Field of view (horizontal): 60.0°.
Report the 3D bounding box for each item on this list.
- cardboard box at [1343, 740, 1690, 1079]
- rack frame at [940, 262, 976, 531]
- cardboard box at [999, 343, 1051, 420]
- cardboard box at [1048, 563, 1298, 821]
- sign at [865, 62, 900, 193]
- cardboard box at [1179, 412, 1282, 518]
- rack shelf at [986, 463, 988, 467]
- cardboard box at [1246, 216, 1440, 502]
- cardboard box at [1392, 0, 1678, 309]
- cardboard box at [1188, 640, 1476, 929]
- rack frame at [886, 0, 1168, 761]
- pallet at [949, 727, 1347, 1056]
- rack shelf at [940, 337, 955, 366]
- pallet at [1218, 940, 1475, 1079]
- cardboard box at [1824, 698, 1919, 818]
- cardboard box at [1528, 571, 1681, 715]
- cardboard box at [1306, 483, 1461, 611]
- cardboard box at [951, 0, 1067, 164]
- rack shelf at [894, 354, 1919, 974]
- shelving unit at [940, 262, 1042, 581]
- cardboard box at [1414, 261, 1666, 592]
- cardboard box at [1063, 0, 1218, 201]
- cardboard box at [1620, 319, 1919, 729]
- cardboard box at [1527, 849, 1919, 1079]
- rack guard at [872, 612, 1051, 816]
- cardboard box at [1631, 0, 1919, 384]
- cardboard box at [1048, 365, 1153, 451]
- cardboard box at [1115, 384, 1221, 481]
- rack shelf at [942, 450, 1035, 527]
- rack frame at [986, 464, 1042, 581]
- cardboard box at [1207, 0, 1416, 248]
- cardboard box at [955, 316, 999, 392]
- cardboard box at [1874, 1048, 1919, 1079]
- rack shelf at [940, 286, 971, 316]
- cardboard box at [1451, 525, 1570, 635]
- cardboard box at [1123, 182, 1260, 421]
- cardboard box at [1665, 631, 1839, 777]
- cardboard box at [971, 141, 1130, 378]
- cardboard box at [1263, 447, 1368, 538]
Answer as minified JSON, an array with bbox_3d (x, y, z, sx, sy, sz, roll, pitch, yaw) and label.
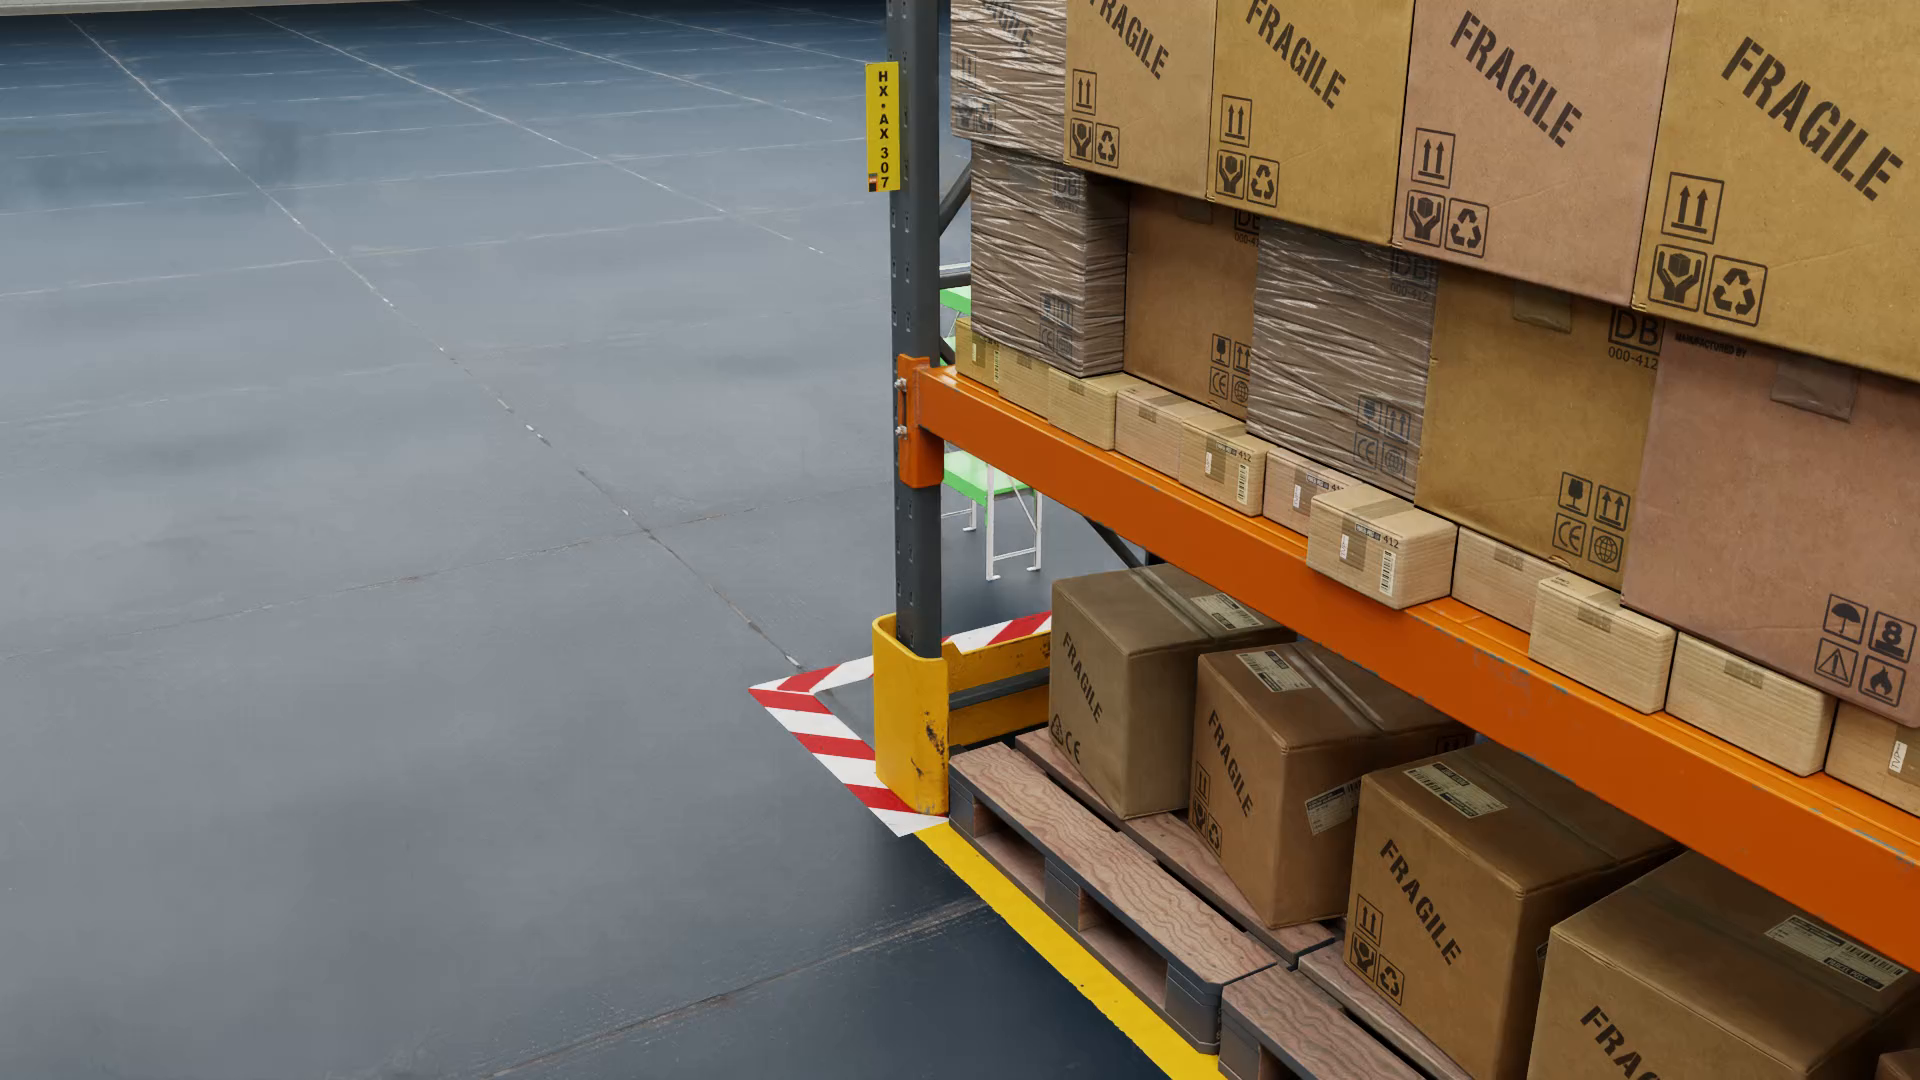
[{"bbox_3d":[1.213,0.791,3.644,0.500,0.500,0.500,-10,24,-23],"label":"cardboard box"},{"bbox_3d":[-0.040,-0.581,6.648,0.240,1.200,0.015,-13,25,-28],"label":"rack frame"},{"bbox_3d":[0.322,-0.432,4.224,0.380,0.149,0.250,-13,25,-28],"label":"cardboard box"},{"bbox_3d":[0.575,0.398,4.612,0.500,0.500,0.500,-8,23,-18],"label":"cardboard box"},{"bbox_3d":[-0.196,-1.068,4.305,0.100,0.325,0.005,-13,25,-28],"label":"sign"},{"bbox_3d":[0.704,-0.189,3.627,0.380,0.149,0.250,-13,25,-28],"label":"cardboard box"},{"bbox_3d":[0.085,-0.443,6.478,0.258,0.148,0.480,-13,25,-28],"label":"rack shelf"},{"bbox_3d":[1.105,-0.463,3.439,0.875,0.500,0.500,-13,25,-28],"label":"cardboard box"},{"bbox_3d":[1.084,-0.703,2.701,0.500,0.500,0.500,-13,25,-28],"label":"cardboard box"},{"bbox_3d":[0.910,0.585,4.152,0.500,0.500,0.500,-6,23,-14],"label":"cardboard box"},{"bbox_3d":[0.270,-0.771,4.725,1.000,3.000,0.127,-13,25,-28],"label":"rack frame"},{"bbox_3d":[0.694,0.815,4.526,1.003,0.211,1.213,-13,25,-28],"label":"pallet"},{"bbox_3d":[0.085,-0.665,6.387,0.258,0.148,0.480,-13,25,-28],"label":"rack shelf"},{"bbox_3d":[1.313,1.209,3.555,1.003,0.211,1.213,-13,25,-28],"label":"pallet"},{"bbox_3d":[1.518,0.286,2.458,0.380,0.149,0.250,-13,25,-28],"label":"cardboard box"},{"bbox_3d":[1.198,0.139,2.820,0.380,0.149,0.250,-13,25,-28],"label":"cardboard box"},{"bbox_3d":[0.894,-0.012,3.192,0.380,0.149,0.250,-13,25,-28],"label":"cardboard box"},{"bbox_3d":[0.317,-1.188,3.895,0.500,0.500,0.500,-13,25,-28],"label":"cardboard box"},{"bbox_3d":[1.292,0.210,3.268,1.077,0.370,4.000,-13,25,-28],"label":"rack shelf"},{"bbox_3d":[0.085,-0.502,6.454,0.258,1.200,0.503,-13,25,-28],"label":"shelving unit"},{"bbox_3d":[1.350,-0.299,3.035,0.875,0.500,0.500,-13,25,-28],"label":"cardboard box"},{"bbox_3d":[0.566,-1.025,3.494,0.500,0.500,0.500,-13,25,-28],"label":"cardboard box"},{"bbox_3d":[1.570,-0.129,2.618,0.875,0.500,0.500,-13,25,-28],"label":"cardboard box"},{"bbox_3d":[1.460,0.980,3.178,0.500,0.500,0.500,-15,27,-33],"label":"cardboard box"},{"bbox_3d":[0.309,0.411,5.135,1.175,0.500,0.348,-13,25,-28],"label":"rack guard"},{"bbox_3d":[1.336,-0.540,2.301,0.500,0.500,0.500,-13,25,-28],"label":"cardboard box"},{"bbox_3d":[0.437,-0.348,4.018,0.380,0.149,0.250,-13,25,-28],"label":"cardboard box"},{"bbox_3d":[0.583,-0.271,3.829,0.380,0.149,0.250,-13,25,-28],"label":"cardboard box"},{"bbox_3d":[0.085,-0.221,6.568,0.258,0.148,0.480,-13,25,-28],"label":"rack shelf"},{"bbox_3d":[0.209,-0.423,6.259,0.240,1.200,0.015,-13,25,-28],"label":"rack frame"},{"bbox_3d":[0.823,-0.863,3.096,0.500,0.500,0.500,-13,25,-28],"label":"cardboard box"},{"bbox_3d":[0.211,-0.517,4.433,0.380,0.149,0.250,-13,25,-28],"label":"cardboard box"},{"bbox_3d":[1.845,1.166,2.721,0.500,0.500,0.500,-5,23,-11],"label":"cardboard box"},{"bbox_3d":[0.085,-0.888,6.297,0.258,0.148,0.480,-13,25,-28],"label":"rack shelf"},{"bbox_3d":[1.136,0.043,3.056,0.380,0.149,0.250,-13,25,-28],"label":"cardboard box"},{"bbox_3d":[0.886,-0.633,3.858,0.875,0.500,0.500,-13,25,-28],"label":"cardboard box"},{"bbox_3d":[1.355,0.213,2.638,0.380,0.149,0.250,-13,25,-28],"label":"cardboard box"},{"bbox_3d":[0.528,-0.772,4.199,0.875,0.500,0.500,-13,25,-28],"label":"cardboard box"},{"bbox_3d":[0.855,-0.113,3.440,0.380,0.149,0.250,-13,25,-28],"label":"cardboard box"}]
